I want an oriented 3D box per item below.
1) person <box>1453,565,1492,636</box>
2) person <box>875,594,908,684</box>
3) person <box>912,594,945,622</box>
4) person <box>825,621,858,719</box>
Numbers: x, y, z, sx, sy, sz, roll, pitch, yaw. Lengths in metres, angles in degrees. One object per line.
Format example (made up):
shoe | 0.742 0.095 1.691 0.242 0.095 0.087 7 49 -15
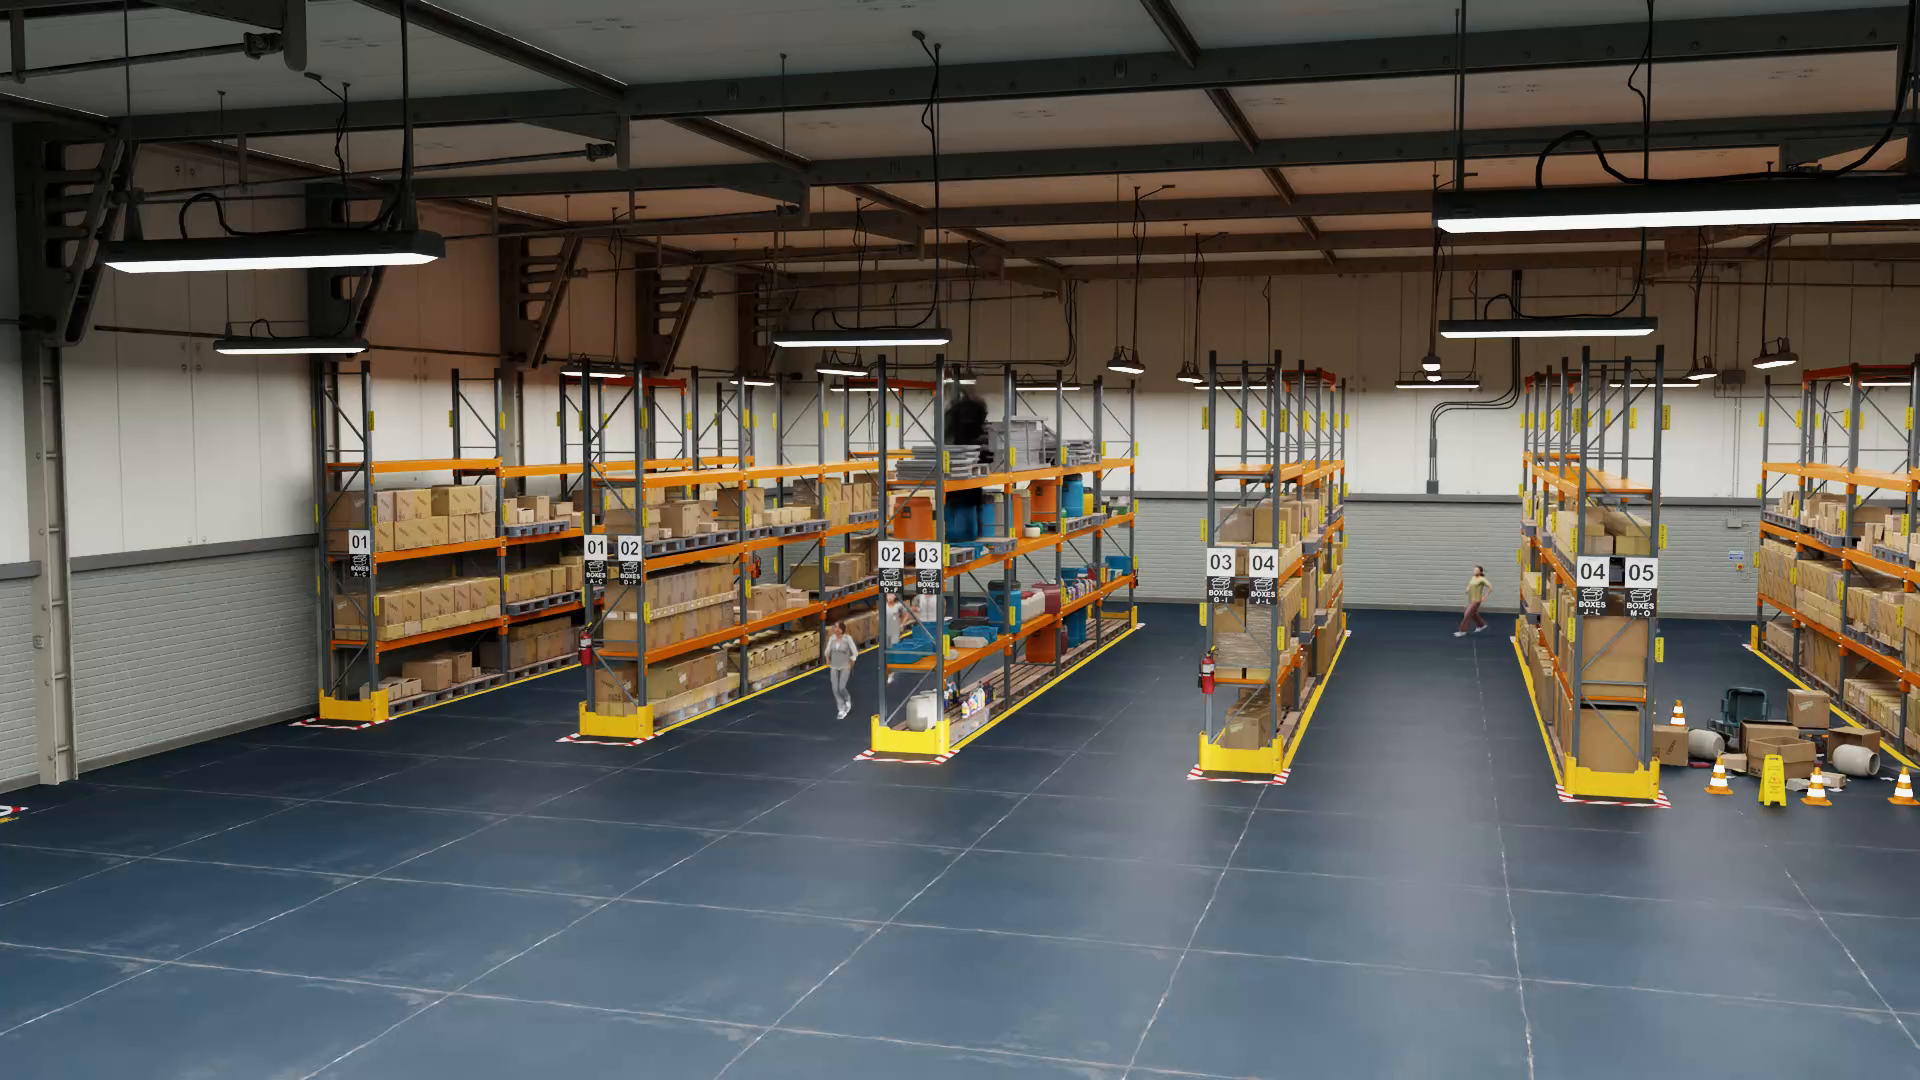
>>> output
person | 11.946 1.412 38.586 0.944 1.643 0.645 -1 4 -18
person | -1.246 1.730 29.861 0.571 1.694 0.909 1 4 7
person | -0.649 1.692 33.687 0.642 1.833 0.866 0 4 6
person | -1.911 2.060 26.420 0.540 1.567 0.499 1 4 17
